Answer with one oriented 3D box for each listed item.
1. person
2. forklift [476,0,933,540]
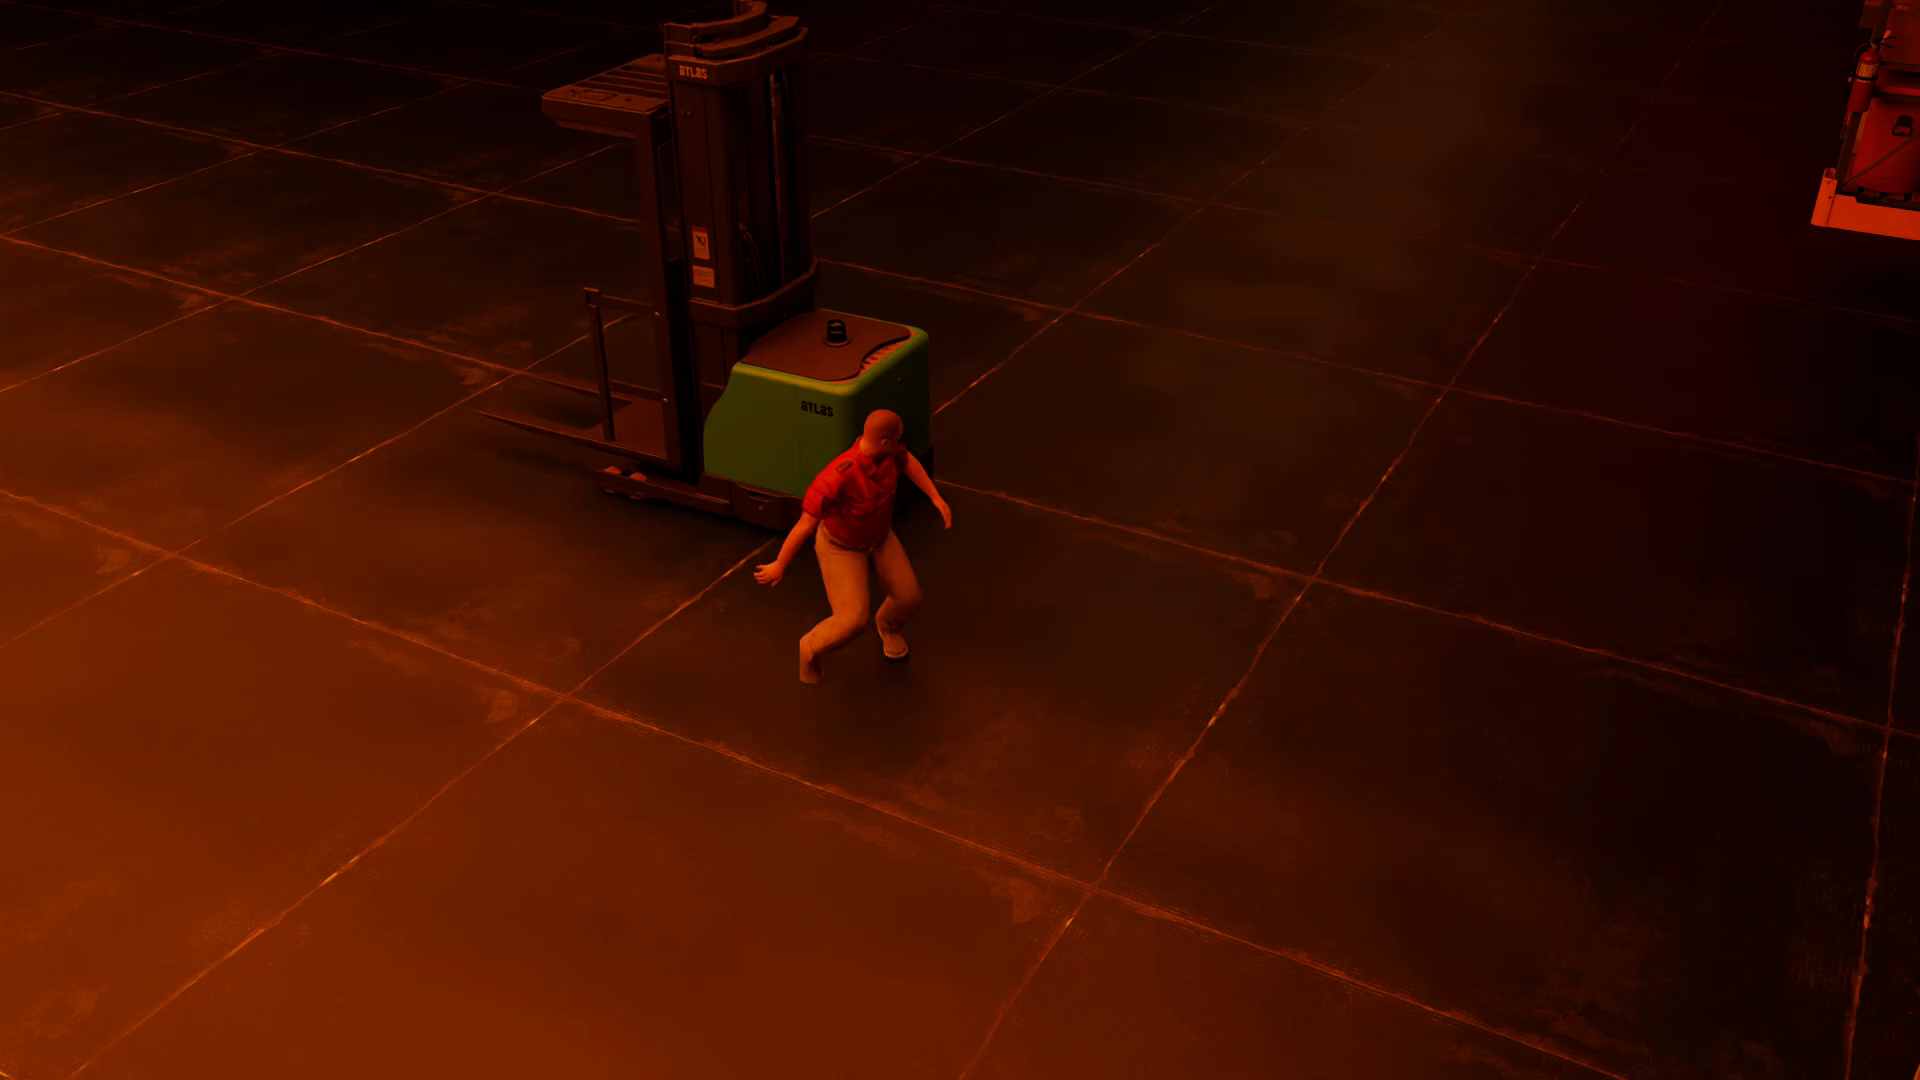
[{"bbox_3d":[-0.535,0.067,8.423,0.503,1.628,1.003,26,39,38],"label":"person"},{"bbox_3d":[-1.720,-1.740,10.086,3.031,2.935,1.130,14,33,23],"label":"forklift"}]
